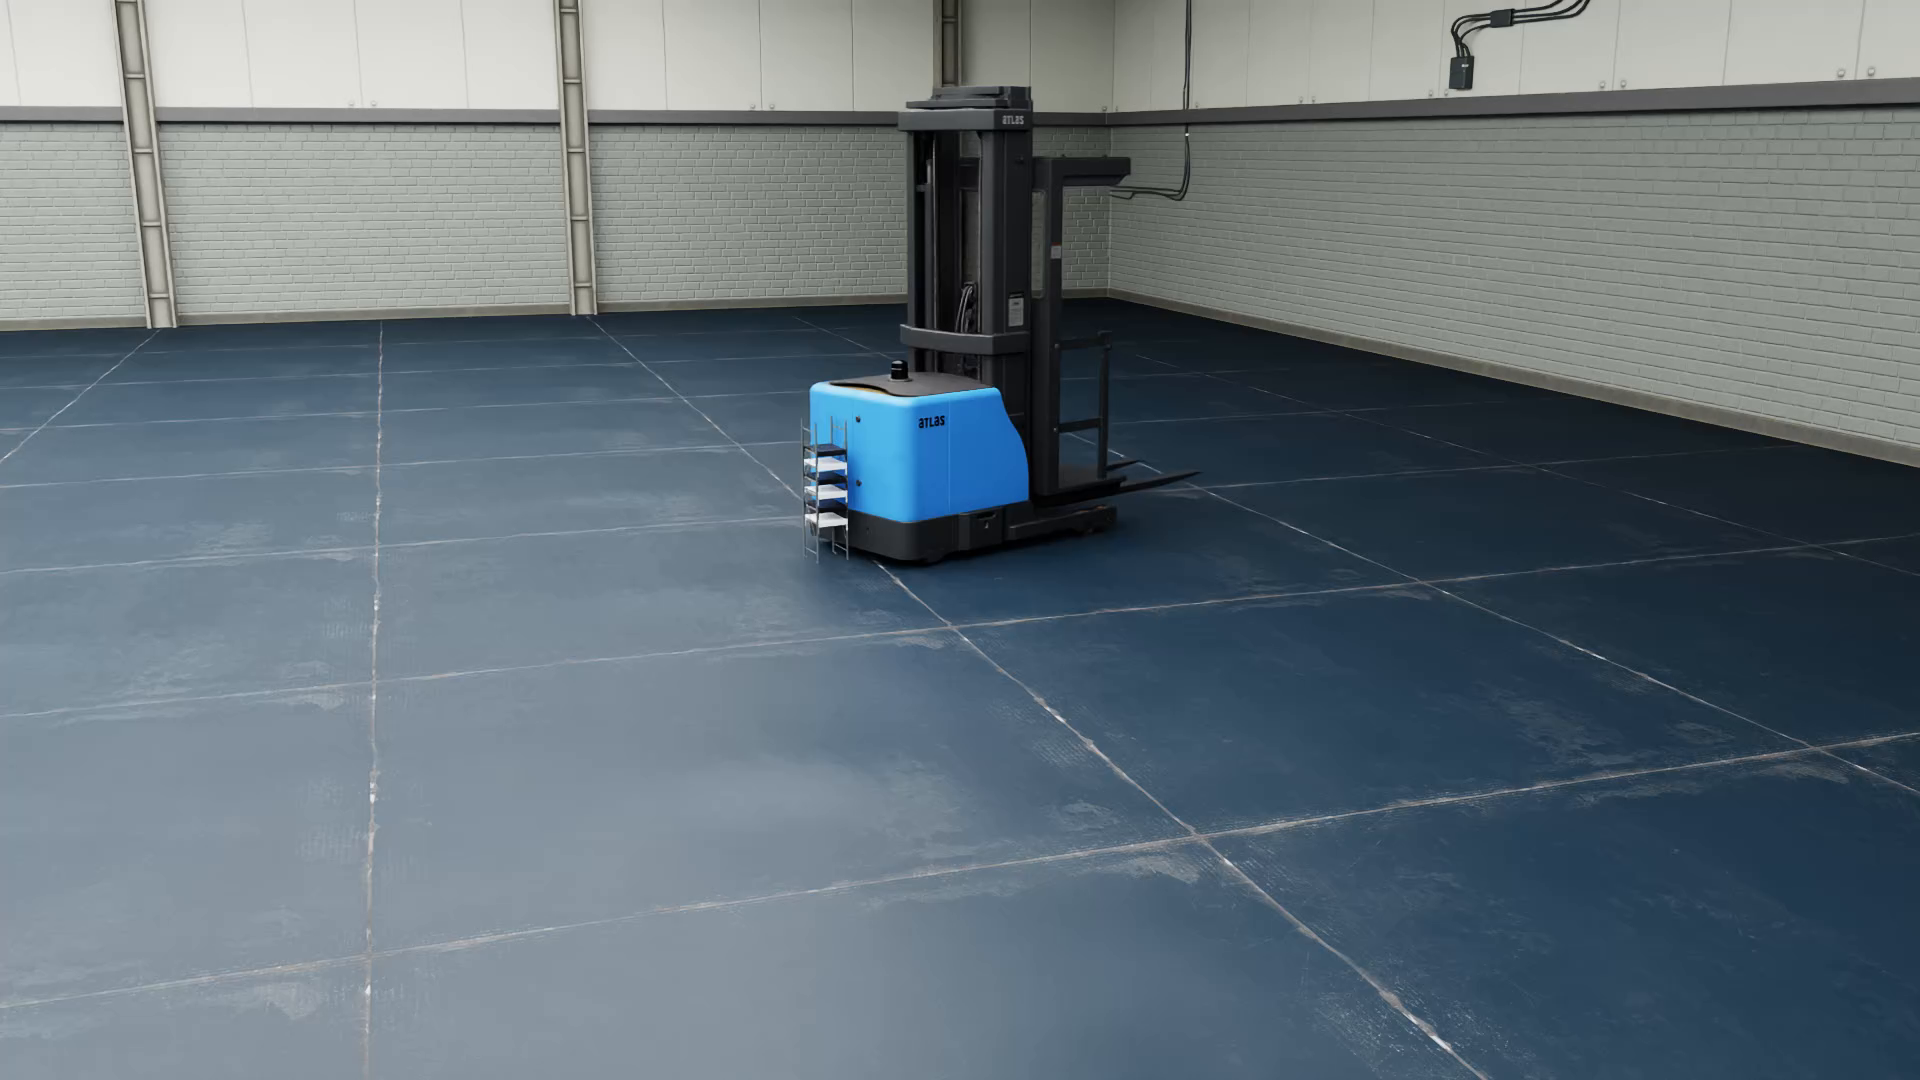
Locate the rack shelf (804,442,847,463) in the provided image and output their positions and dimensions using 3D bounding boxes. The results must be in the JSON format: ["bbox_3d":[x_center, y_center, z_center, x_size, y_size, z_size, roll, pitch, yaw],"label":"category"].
[{"bbox_3d":[-0.855,-0.550,10.482,0.200,0.077,0.258,-7,16,-27],"label":"rack shelf"}]

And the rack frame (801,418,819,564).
[{"bbox_3d":[-0.946,-0.309,10.493,0.006,0.900,0.240,-7,16,-27],"label":"rack frame"}]

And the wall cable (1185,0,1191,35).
[{"bbox_3d":[3.874,-8.641,23.821,0.112,2.526,3.097,-4,14,-18],"label":"wall cable"}]

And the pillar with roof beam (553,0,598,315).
[{"bbox_3d":[-4.517,-6.974,21.015,0.400,9.000,9.100,-4,14,-18],"label":"pillar with roof beam"}]

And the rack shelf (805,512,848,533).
[{"bbox_3d":[-0.858,-0.114,10.591,0.200,0.077,0.258,-7,16,-27],"label":"rack shelf"}]

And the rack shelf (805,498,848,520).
[{"bbox_3d":[-0.857,-0.201,10.569,0.200,0.077,0.258,-7,16,-27],"label":"rack shelf"}]

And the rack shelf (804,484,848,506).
[{"bbox_3d":[-0.857,-0.288,10.547,0.200,0.077,0.258,-7,16,-27],"label":"rack shelf"}]

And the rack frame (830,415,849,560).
[{"bbox_3d":[-0.767,-0.332,10.586,0.006,0.900,0.240,-7,16,-27],"label":"rack frame"}]

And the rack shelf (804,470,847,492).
[{"bbox_3d":[-0.856,-0.376,10.526,0.200,0.077,0.258,-7,16,-27],"label":"rack shelf"}]

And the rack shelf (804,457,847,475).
[{"bbox_3d":[-0.856,-0.463,10.504,0.200,0.077,0.258,-7,16,-27],"label":"rack shelf"}]

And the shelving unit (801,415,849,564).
[{"bbox_3d":[-0.857,-0.321,10.539,0.210,0.900,0.258,-7,16,-27],"label":"shelving unit"}]

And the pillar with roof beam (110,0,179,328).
[{"bbox_3d":[-10.203,-6.531,19.153,0.400,9.000,9.100,-4,14,-18],"label":"pillar with roof beam"}]

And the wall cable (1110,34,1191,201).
[{"bbox_3d":[3.011,-6.777,26.900,0.112,2.526,3.097,-4,14,-18],"label":"wall cable"}]

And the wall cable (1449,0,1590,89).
[{"bbox_3d":[6.024,-7.859,17.389,0.169,6.003,2.305,-4,14,-18],"label":"wall cable"}]

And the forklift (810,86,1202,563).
[{"bbox_3d":[0.445,-1.544,11.300,3.031,2.935,1.130,-12,18,-40],"label":"forklift"}]

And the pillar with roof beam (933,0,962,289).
[{"bbox_3d":[1.170,-7.417,22.876,0.400,9.000,9.100,-4,14,-18],"label":"pillar with roof beam"}]
